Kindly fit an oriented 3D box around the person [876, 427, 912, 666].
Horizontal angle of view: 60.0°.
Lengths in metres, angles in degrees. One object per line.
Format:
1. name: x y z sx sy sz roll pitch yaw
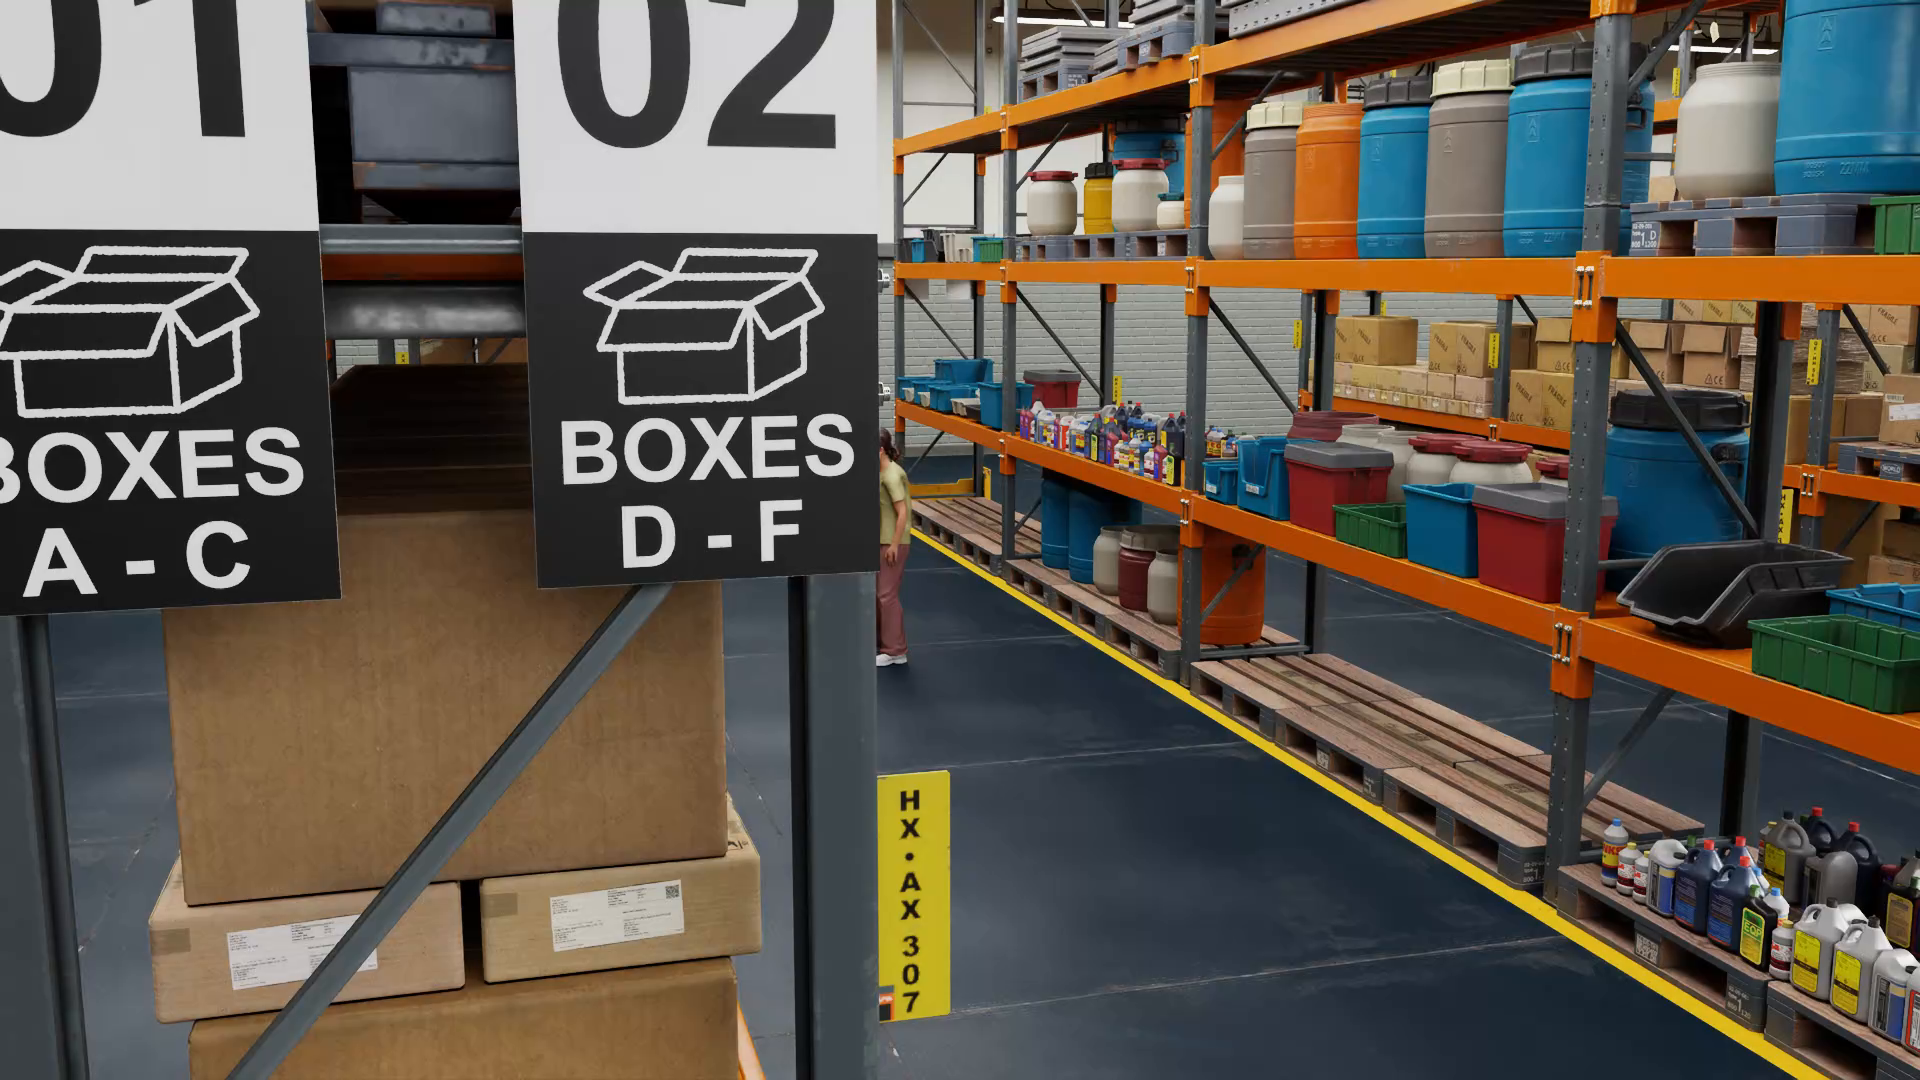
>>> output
1. person: -0.524 0.035 11.669 0.351 1.672 0.507 -3 10 -17
